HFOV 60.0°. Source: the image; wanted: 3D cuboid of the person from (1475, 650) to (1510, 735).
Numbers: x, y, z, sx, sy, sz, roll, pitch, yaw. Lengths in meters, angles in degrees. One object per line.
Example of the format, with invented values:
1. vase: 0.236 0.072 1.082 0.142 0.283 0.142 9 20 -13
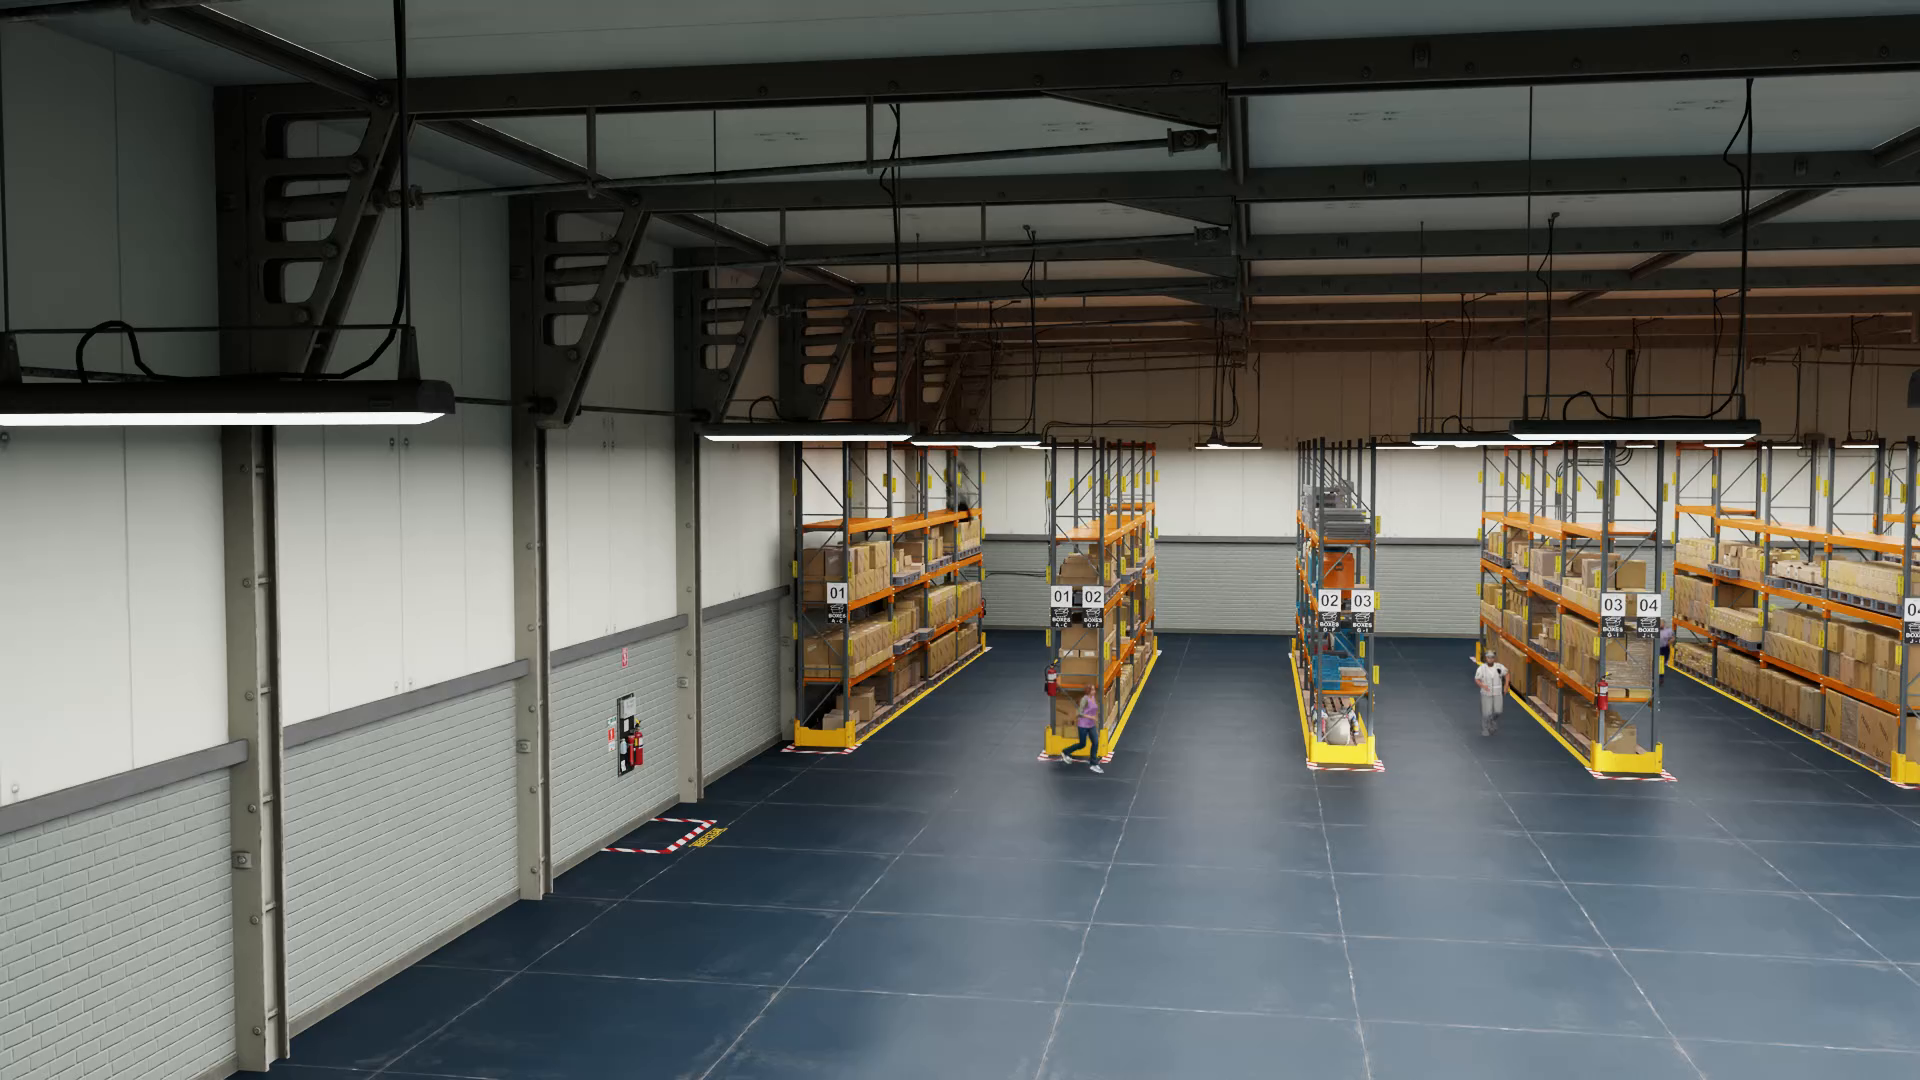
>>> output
1. person: 10.713 3.089 33.458 0.688 1.735 0.701 1 3 13

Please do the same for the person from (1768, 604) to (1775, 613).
1. person: 21.145 2.564 43.502 0.707 1.790 0.734 0 3 8

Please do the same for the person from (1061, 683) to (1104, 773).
1. person: 2.221 3.359 29.862 0.852 1.580 0.521 2 4 38

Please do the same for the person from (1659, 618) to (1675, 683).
1. person: 17.211 2.757 40.784 0.597 1.687 0.713 1 3 12
